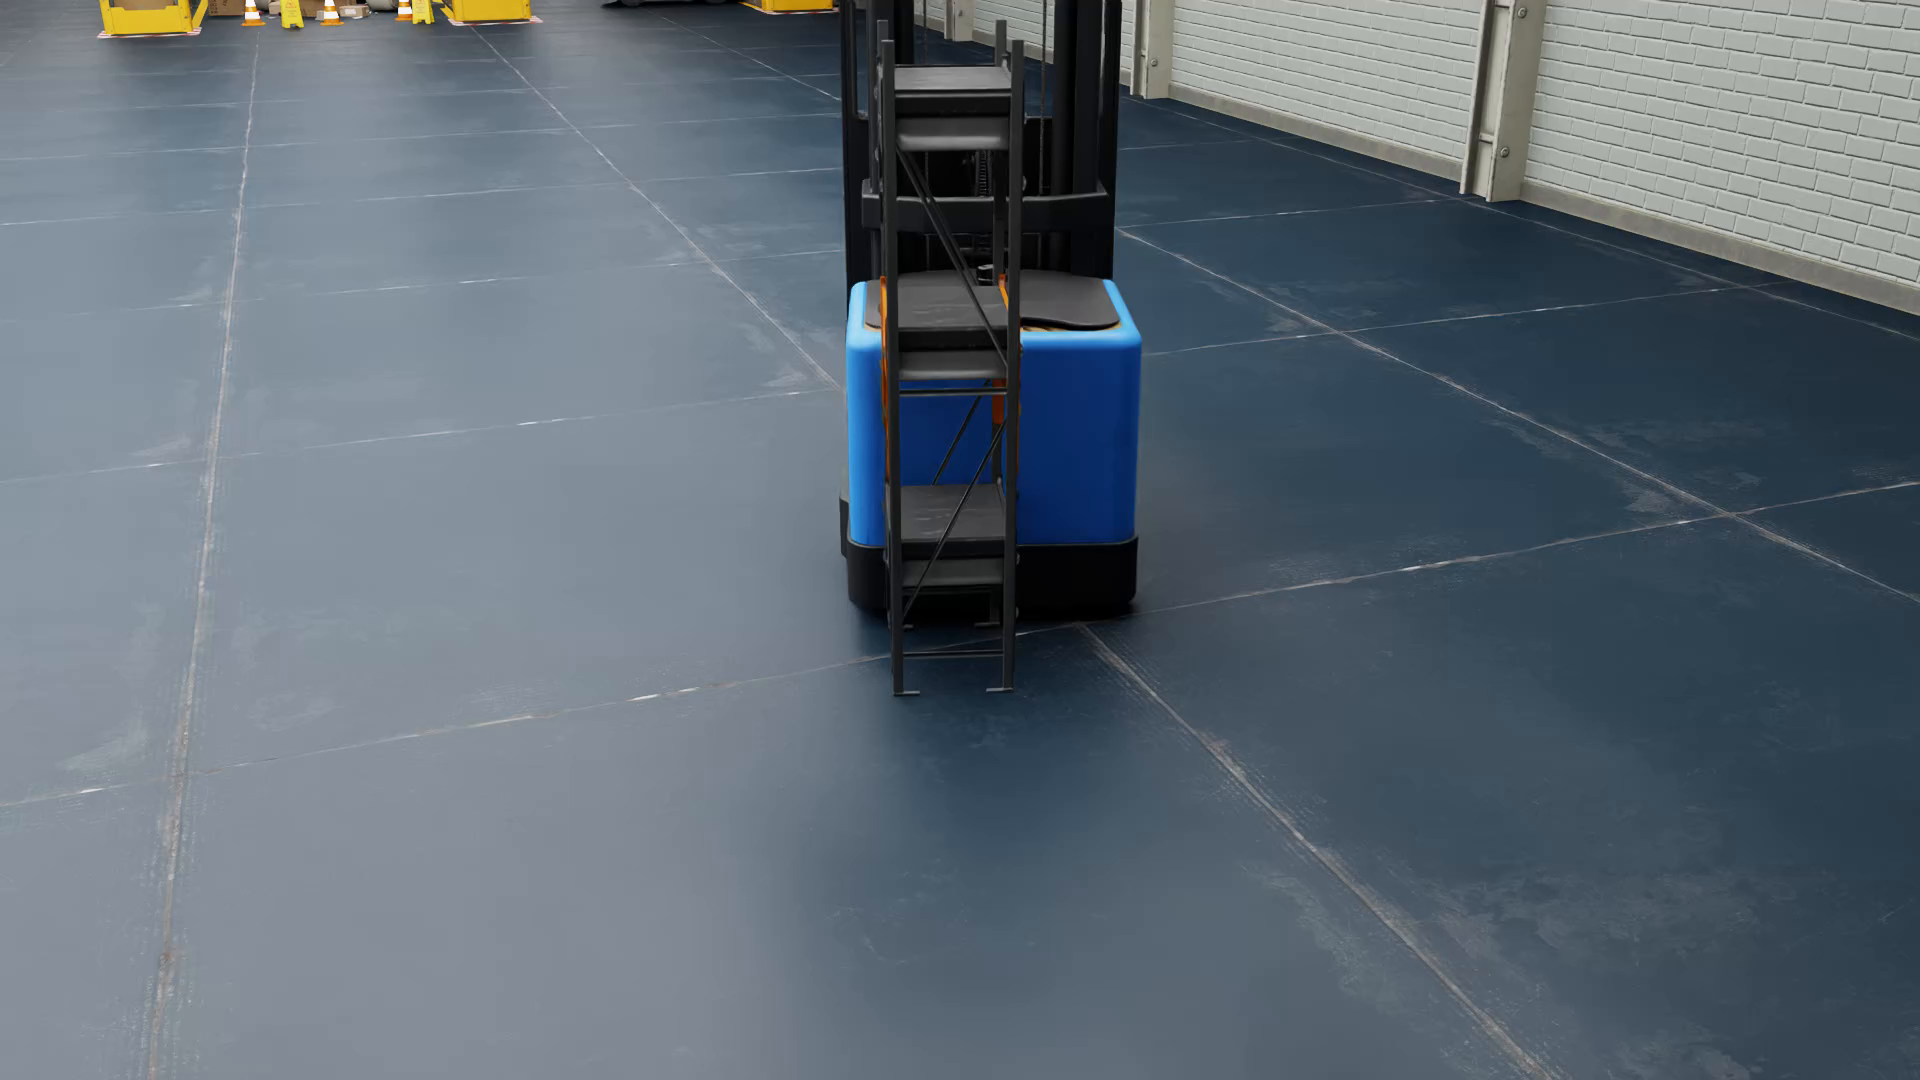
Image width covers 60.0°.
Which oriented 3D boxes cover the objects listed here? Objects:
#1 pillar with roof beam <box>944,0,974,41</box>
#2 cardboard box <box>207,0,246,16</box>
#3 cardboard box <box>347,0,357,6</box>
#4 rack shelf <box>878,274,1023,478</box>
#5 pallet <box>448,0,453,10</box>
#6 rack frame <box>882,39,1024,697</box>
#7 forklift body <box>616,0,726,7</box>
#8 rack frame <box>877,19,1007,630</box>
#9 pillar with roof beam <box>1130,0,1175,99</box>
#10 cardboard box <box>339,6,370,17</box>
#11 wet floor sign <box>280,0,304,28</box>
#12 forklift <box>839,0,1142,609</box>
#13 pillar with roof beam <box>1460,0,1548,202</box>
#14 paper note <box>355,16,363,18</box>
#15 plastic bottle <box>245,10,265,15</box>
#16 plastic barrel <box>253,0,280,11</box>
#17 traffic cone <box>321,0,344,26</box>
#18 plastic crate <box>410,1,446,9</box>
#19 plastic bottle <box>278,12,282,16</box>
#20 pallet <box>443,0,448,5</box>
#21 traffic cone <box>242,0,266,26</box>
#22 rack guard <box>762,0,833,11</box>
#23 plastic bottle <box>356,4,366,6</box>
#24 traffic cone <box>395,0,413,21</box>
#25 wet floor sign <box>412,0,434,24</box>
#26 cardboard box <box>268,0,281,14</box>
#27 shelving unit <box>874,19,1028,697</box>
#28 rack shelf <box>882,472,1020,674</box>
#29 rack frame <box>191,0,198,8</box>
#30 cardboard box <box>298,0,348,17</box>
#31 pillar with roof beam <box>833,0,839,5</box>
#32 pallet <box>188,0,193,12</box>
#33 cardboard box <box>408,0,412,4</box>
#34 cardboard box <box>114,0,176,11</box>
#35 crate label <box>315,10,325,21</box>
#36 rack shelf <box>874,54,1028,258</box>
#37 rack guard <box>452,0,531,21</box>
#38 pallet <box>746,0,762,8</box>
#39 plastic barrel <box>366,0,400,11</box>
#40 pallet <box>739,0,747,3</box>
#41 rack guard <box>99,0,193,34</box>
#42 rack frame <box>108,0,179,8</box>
[{"bbox_3d":[-4.037,-10.660,20.455,9.100,9.000,0.400,-8,24,-19],"label":"pillar with roof beam"},{"bbox_3d":[-11.869,-8.771,26.912,0.500,0.500,0.500,-4,23,-10],"label":"cardboard box"},{"bbox_3d":[-10.502,-9.210,28.260,0.396,0.266,0.258,12,26,27],"label":"cardboard box"},{"bbox_3d":[-0.039,-0.535,5.339,0.431,0.518,0.480,-2,24,-4],"label":"rack shelf"},{"bbox_3d":[-8.077,-9.092,28.050,1.003,0.211,1.213,-8,24,-19],"label":"pallet"},{"bbox_3d":[-0.021,-0.449,5.111,0.400,2.100,0.015,-2,24,-4],"label":"rack frame"},{"bbox_3d":[-5.103,-10.337,28.506,2.313,2.155,1.214,-8,24,-19],"label":"forklift body"},{"bbox_3d":[-0.057,-0.646,5.556,0.400,2.100,0.015,-2,24,-4],"label":"rack frame"},{"bbox_3d":[-1.918,-8.480,15.283,9.100,9.000,0.400,-8,24,-19],"label":"pillar with roof beam"},{"bbox_3d":[-9.722,-8.492,26.707,0.380,0.149,0.250,4,23,9],"label":"cardboard box"},{"bbox_3d":[-10.102,-8.067,25.060,0.267,0.644,0.232,-13,26,-28],"label":"wet floor sign"},{"bbox_3d":[0.068,-1.630,6.844,1.130,2.935,3.031,-1,23,-2],"label":"forklift"},{"bbox_3d":[0.202,-6.300,10.110,9.100,9.000,0.400,-8,24,-19],"label":"pillar with roof beam"},{"bbox_3d":[-9.565,-8.309,26.425,0.148,0.019,0.142,-18,29,-37],"label":"paper note"},{"bbox_3d":[-11.410,-8.532,26.913,0.283,0.061,0.133,-18,29,-37],"label":"plastic bottle"},{"bbox_3d":[-11.541,-8.956,27.453,0.512,0.421,0.421,8,24,18],"label":"plastic barrel"},{"bbox_3d":[-9.646,-8.141,25.470,0.336,0.463,0.334,-8,24,-19],"label":"traffic cone"},{"bbox_3d":[-8.995,-9.032,28.076,0.402,0.080,0.583,-18,29,-37],"label":"plastic crate"},{"bbox_3d":[-10.871,-8.459,26.741,0.133,0.061,0.283,-18,29,-37],"label":"plastic bottle"},{"bbox_3d":[-8.512,-9.536,29.104,1.003,0.211,1.213,-8,24,-19],"label":"pallet"},{"bbox_3d":[-10.823,-8.110,25.396,0.336,0.463,0.334,-8,24,-19],"label":"traffic cone"},{"bbox_3d":[-2.718,-9.129,27.765,1.175,0.500,0.348,-8,24,-19],"label":"rack guard"},{"bbox_3d":[-10.081,-8.980,27.977,0.133,0.061,0.283,-4,23,-10],"label":"plastic bottle"},{"bbox_3d":[-8.728,-8.417,26.125,0.336,0.463,0.334,-8,24,-19],"label":"traffic cone"},{"bbox_3d":[-8.303,-8.306,25.627,0.267,0.644,0.232,0,23,-1],"label":"wet floor sign"},{"bbox_3d":[-11.047,-8.713,27.080,0.396,0.266,0.258,-4,23,-10],"label":"cardboard box"},{"bbox_3d":[-0.039,-0.547,5.334,0.431,2.100,0.503,-2,24,-4],"label":"shelving unit"},{"bbox_3d":[-0.040,0.105,5.622,0.431,0.518,0.480,-2,24,-4],"label":"rack shelf"},{"bbox_3d":[-13.377,-10.345,27.431,1.000,3.000,0.127,-8,24,-19],"label":"rack frame"},{"bbox_3d":[-10.358,-8.748,26.856,0.637,0.503,0.797,12,26,27],"label":"cardboard box"},{"bbox_3d":[-6.157,-12.840,25.628,9.100,9.000,0.400,-8,24,-19],"label":"pillar with roof beam"},{"bbox_3d":[-13.182,-8.773,27.292,1.003,0.211,1.213,-8,24,-19],"label":"pallet"},{"bbox_3d":[-9.677,-9.334,28.248,0.500,0.500,0.500,8,24,18],"label":"cardboard box"},{"bbox_3d":[-12.266,-8.343,24.877,0.875,0.875,0.875,-8,24,-19],"label":"cardboard box"},{"bbox_3d":[-9.982,-8.268,26.191,0.298,0.136,0.250,18,29,36],"label":"crate label"},{"bbox_3d":[-0.038,-1.175,5.056,0.431,0.518,0.480,-2,24,-4],"label":"rack shelf"},{"bbox_3d":[-7.396,-8.483,26.232,1.175,0.500,0.348,-8,24,-19],"label":"rack guard"},{"bbox_3d":[-3.036,-9.277,28.488,1.003,0.211,1.213,-8,24,-19],"label":"pallet"},{"bbox_3d":[-9.515,-8.963,27.470,0.512,0.421,0.421,8,24,18],"label":"plastic barrel"},{"bbox_3d":[-3.463,-9.719,29.538,1.003,0.211,1.213,-8,24,-19],"label":"pallet"},{"bbox_3d":[-11.956,-7.731,24.448,1.175,0.500,0.348,-8,24,-19],"label":"rack guard"},{"bbox_3d":[-11.964,-8.891,23.983,1.000,3.000,0.127,-8,24,-19],"label":"rack frame"}]
